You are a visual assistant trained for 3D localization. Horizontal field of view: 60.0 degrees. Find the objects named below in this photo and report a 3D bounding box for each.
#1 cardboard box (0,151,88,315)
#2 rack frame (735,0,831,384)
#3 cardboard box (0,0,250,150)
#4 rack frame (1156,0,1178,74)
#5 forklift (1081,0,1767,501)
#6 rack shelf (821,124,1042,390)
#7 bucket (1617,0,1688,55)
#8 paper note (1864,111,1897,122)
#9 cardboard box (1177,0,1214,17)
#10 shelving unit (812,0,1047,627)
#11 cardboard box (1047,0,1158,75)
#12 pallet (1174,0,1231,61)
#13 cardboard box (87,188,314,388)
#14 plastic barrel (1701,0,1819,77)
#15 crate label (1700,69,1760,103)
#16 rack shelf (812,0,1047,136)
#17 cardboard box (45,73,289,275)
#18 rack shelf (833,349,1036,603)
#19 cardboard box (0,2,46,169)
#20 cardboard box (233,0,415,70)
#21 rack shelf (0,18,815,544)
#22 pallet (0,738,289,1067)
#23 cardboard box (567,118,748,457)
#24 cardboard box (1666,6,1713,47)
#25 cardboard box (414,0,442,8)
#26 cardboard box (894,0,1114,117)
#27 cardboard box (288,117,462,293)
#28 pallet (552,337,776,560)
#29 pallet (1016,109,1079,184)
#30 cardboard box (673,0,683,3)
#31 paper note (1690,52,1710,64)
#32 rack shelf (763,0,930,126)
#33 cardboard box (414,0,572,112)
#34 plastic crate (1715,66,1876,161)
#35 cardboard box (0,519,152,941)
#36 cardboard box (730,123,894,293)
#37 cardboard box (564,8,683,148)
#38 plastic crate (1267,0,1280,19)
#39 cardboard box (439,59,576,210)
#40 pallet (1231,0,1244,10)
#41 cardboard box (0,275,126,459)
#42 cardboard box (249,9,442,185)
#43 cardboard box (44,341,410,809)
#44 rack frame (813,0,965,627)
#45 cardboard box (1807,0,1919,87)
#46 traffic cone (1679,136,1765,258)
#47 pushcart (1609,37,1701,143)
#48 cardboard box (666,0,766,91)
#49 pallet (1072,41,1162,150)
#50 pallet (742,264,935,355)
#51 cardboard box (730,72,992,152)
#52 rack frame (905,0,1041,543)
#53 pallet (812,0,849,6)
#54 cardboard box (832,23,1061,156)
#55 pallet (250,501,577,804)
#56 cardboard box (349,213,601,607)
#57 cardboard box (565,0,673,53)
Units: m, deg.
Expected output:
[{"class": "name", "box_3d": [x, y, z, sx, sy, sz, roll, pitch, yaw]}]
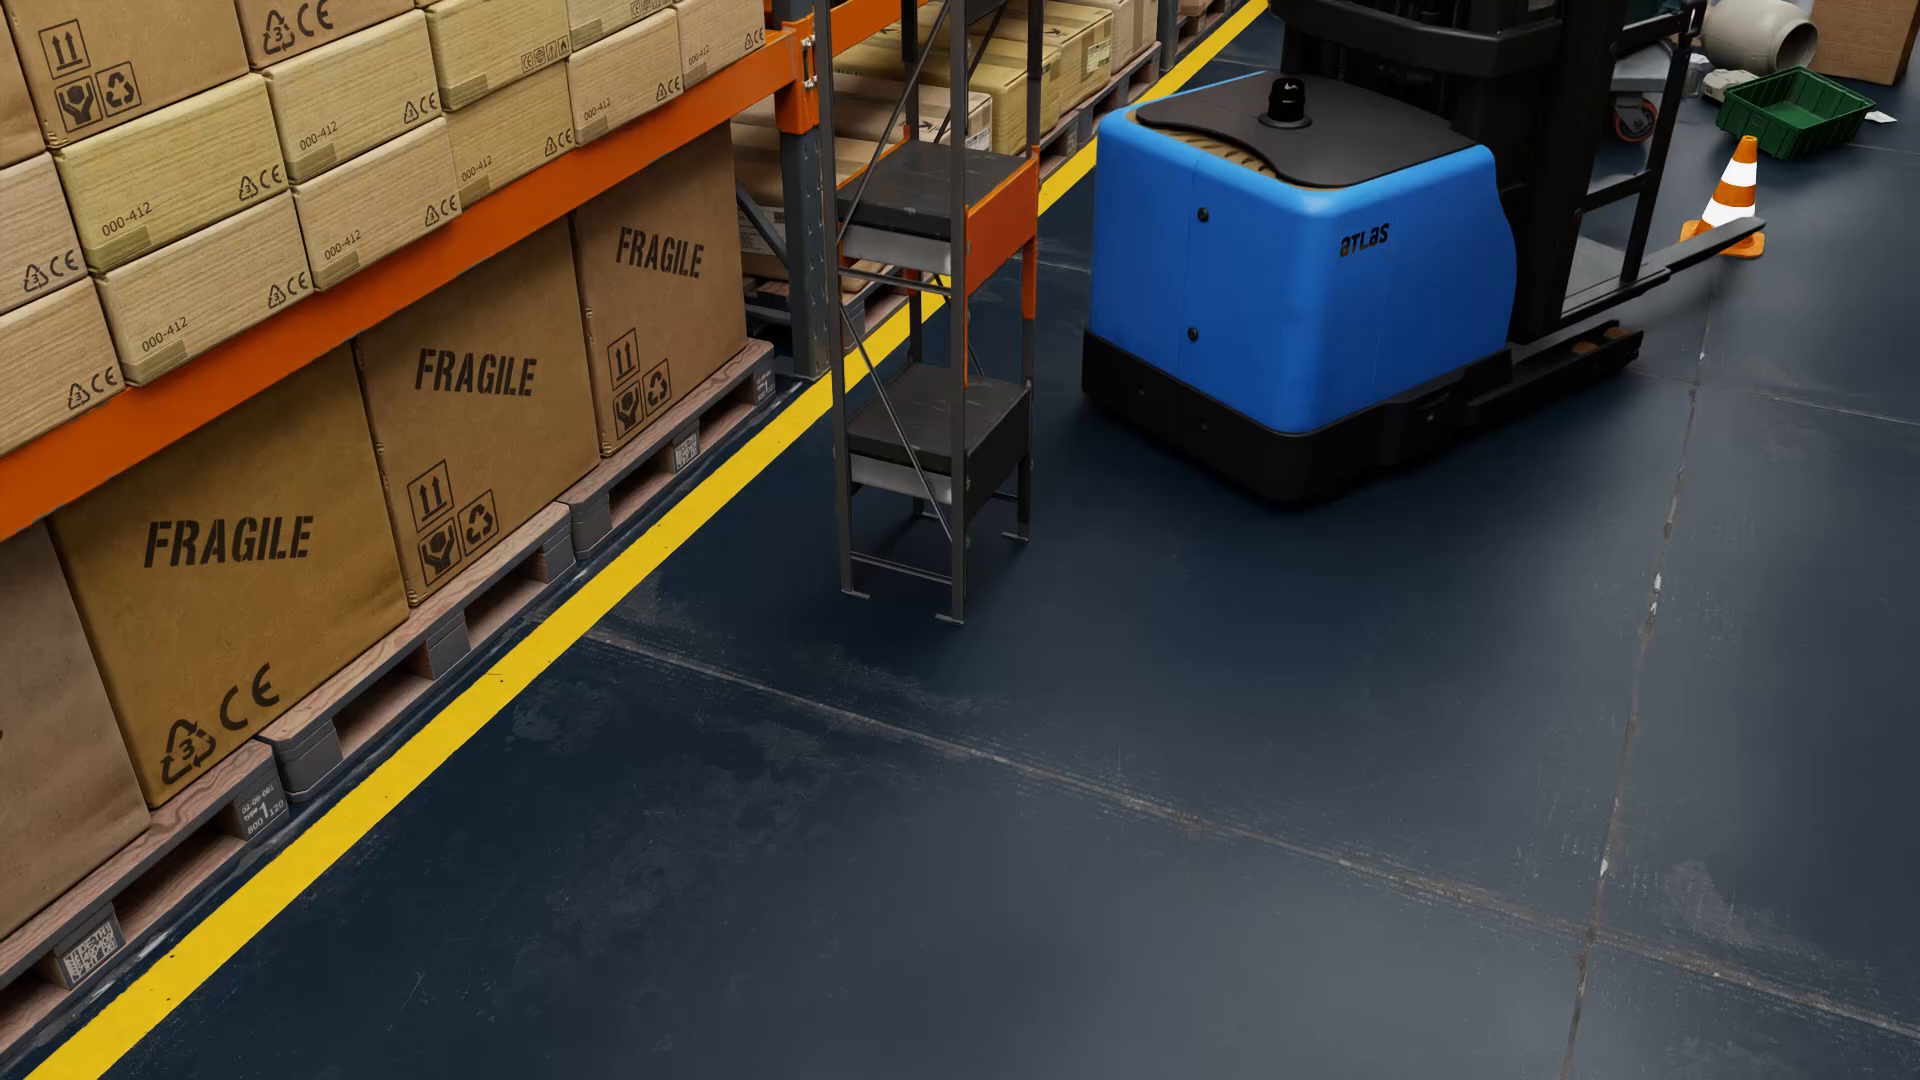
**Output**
[{"class": "cardboard box", "box_3d": [-2.004, -0.548, 3.031, 0.500, 0.250, 0.500, 15, 36, 21]}, {"class": "rack frame", "box_3d": [-0.963, -1.973, 5.524, 1.000, 3.000, 0.127, 14, 36, 20]}, {"class": "cardboard box", "box_3d": [-1.791, -1.103, 3.194, 0.500, 0.500, 0.500, 13, 36, 19]}, {"class": "rack frame", "box_3d": [0.711, -3.966, 8.562, 1.000, 3.000, 0.127, 14, 36, 20]}, {"class": "forklift", "box_3d": [1.915, -1.996, 5.621, 3.031, 2.935, 1.130, -23, 39, -30]}, {"class": "rack shelf", "box_3d": [-0.069, -0.784, 4.556, 0.431, 0.518, 0.480, 14, 36, 20]}, {"class": "bucket", "box_3d": [3.212, -2.744, 8.298, 0.726, 0.611, 0.620, 29, 53, 36]}, {"class": "paper note", "box_3d": [4.708, -2.182, 8.549, 0.147, 0.020, 0.142, -9, 34, -13]}, {"class": "cardboard box", "box_3d": [1.203, -3.223, 9.555, 0.500, 0.250, 0.500, 13, 35, 18]}, {"class": "shelving unit", "box_3d": [-0.069, -0.796, 4.549, 0.431, 2.100, 0.503, 14, 36, 20]}, {"class": "cardboard box", "box_3d": [0.493, -2.781, 8.769, 0.950, 0.372, 0.625, 15, 36, 21]}, {"class": "pallet", "box_3d": [0.960, -3.142, 9.849, 1.003, 0.211, 1.213, 14, 36, 20]}, {"class": "cardboard box", "box_3d": [-1.769, -0.587, 3.546, 0.500, 0.250, 0.500, 14, 36, 20]}, {"class": "plastic barrel", "box_3d": [4.330, -2.720, 9.012, 0.421, 0.421, 0.512, -15, 36, -21]}, {"class": "crate label", "box_3d": [4.073, -2.384, 8.761, 0.298, 0.136, 0.250, -9, 34, -13]}, {"class": "rack shelf", "box_3d": [-0.069, -1.370, 4.172, 0.431, 0.518, 0.480, 14, 36, 20]}, {"class": "cardboard box", "box_3d": [-1.768, -0.793, 3.405, 0.500, 0.250, 0.500, 15, 36, 21]}, {"class": "rack shelf", "box_3d": [-0.069, -0.199, 4.940, 0.431, 0.518, 0.480, 14, 36, 20]}, {"class": "cardboard box", "box_3d": [-2.003, -0.854, 2.814, 0.500, 0.500, 0.500, 14, 36, 20]}, {"class": "cardboard box", "box_3d": [-1.581, -1.362, 3.589, 0.500, 0.500, 0.500, 14, 36, 20]}, {"class": "rack shelf", "box_3d": [-1.800, -0.677, 4.202, 1.077, 0.370, 4.000, 14, 36, 20]}, {"class": "pallet", "box_3d": [-2.382, 0.783, 3.863, 1.003, 0.211, 1.213, 14, 36, 20]}, {"class": "cardboard box", "box_3d": [-1.327, -0.936, 5.496, 0.875, 0.875, 0.875, 14, 36, 20]}, {"class": "cardboard box", "box_3d": [4.295, -3.016, 9.607, 0.396, 0.266, 0.258, 21, 39, 28]}, {"class": "cardboard box", "box_3d": [-1.363, -1.613, 3.971, 0.500, 0.500, 0.500, 14, 36, 21]}, {"class": "cardboard box", "box_3d": [0.196, -2.422, 8.221, 0.950, 0.372, 0.625, 16, 37, 23]}, {"class": "cardboard box", "box_3d": [-1.551, -0.834, 3.923, 0.500, 0.250, 0.500, 14, 36, 20]}, {"class": "pallet", "box_3d": [-1.361, -0.432, 5.716, 1.003, 0.211, 1.213, 14, 36, 20]}, {"class": "pallet", "box_3d": [-0.123, -1.802, 7.805, 1.003, 0.211, 1.213, 14, 36, 20]}, {"class": "cardboard box", "box_3d": [-0.935, -1.820, 4.971, 0.500, 0.250, 0.500, 14, 36, 20]}, {"class": "paper note", "box_3d": [4.155, -2.732, 9.395, 0.172, 0.023, 0.155, 29, 43, 36]}, {"class": "rack shelf", "box_3d": [-0.126, -2.669, 7.241, 1.077, 0.370, 4.000, 14, 36, 20]}, {"class": "cardboard box", "box_3d": [-1.342, -1.304, 4.185, 0.500, 0.250, 0.500, 13, 36, 19]}, {"class": "plastic crate", "box_3d": [4.132, -2.116, 8.253, 0.662, 0.188, 0.450, -21, 49, -29]}, {"class": "cardboard box", "box_3d": [-2.450, 0.404, 3.452, 0.875, 0.875, 0.875, 15, 36, 22]}, {"class": "cardboard box", "box_3d": [-0.717, -1.329, 6.555, 0.950, 0.372, 0.625, 12, 35, 17]}, {"class": "cardboard box", "box_3d": [-1.138, -1.341, 4.697, 0.500, 0.250, 0.500, 15, 36, 21]}, {"class": "plastic crate", "box_3d": [2.112, -3.338, 10.269, 0.402, 0.080, 0.583, 3, 33, 4]}, {"class": "cardboard box", "box_3d": [-1.363, -1.094, 4.320, 0.500, 0.250, 0.500, 14, 36, 20]}, {"class": "pallet", "box_3d": [1.469, -3.752, 10.779, 1.003, 0.211, 1.213, 14, 36, 20]}, {"class": "cardboard box", "box_3d": [-1.997, -0.335, 3.162, 0.500, 0.250, 0.500, 13, 36, 19]}, {"class": "cardboard box", "box_3d": [-1.559, -1.046, 3.790, 0.500, 0.250, 0.500, 13, 35, 19]}, {"class": "cardboard box", "box_3d": [-2.079, -0.047, 4.141, 0.875, 0.875, 0.875, 15, 36, 22]}, {"class": "rack frame", "box_3d": [-0.171, -0.674, 4.363, 0.400, 2.100, 0.015, 14, 36, 20]}, {"class": "cardboard box", "box_3d": [4.966, -2.845, 9.130, 0.500, 0.500, 0.500, 21, 39, 28]}, {"class": "traffic cone", "box_3d": [3.316, -1.498, 7.113, 0.336, 0.463, 0.334, 14, 36, 20]}, {"class": "pushcart", "box_3d": [2.802, -2.371, 8.522, 1.648, 0.377, 0.936, 3, 33, 4]}, {"class": "cardboard box", "box_3d": [-0.939, -1.599, 5.090, 0.500, 0.250, 0.500, 13, 35, 19]}, {"class": "pallet", "box_3d": [0.386, -2.411, 8.735, 1.003, 0.211, 1.213, 14, 36, 20]}, {"class": "pallet", "box_3d": [-0.635, -1.196, 6.882, 1.003, 0.211, 1.213, 14, 36, 20]}, {"class": "cardboard box", "box_3d": [-0.416, -1.699, 7.118, 0.950, 0.372, 0.625, 13, 36, 20]}, {"class": "rack frame", "box_3d": [0.033, -0.917, 4.734, 0.400, 2.100, 0.015, 14, 36, 20]}, {"class": "pallet", "box_3d": [-0.761, -2.273, 6.155, 1.213, 0.211, 1.003, 14, 36, 20]}, {"class": "cardboard box", "box_3d": [-0.094, -2.075, 7.693, 0.950, 0.372, 0.625, 15, 36, 22]}, {"class": "pallet", "box_3d": [-1.873, 0.173, 4.793, 1.003, 0.211, 1.213, 14, 36, 20]}, {"class": "cardboard box", "box_3d": [-1.704, -0.492, 4.820, 0.875, 0.875, 0.875, 15, 36, 21]}, {"class": "cardboard box", "box_3d": [-1.146, -1.564, 4.581, 0.500, 0.250, 0.500, 13, 36, 19]}]
